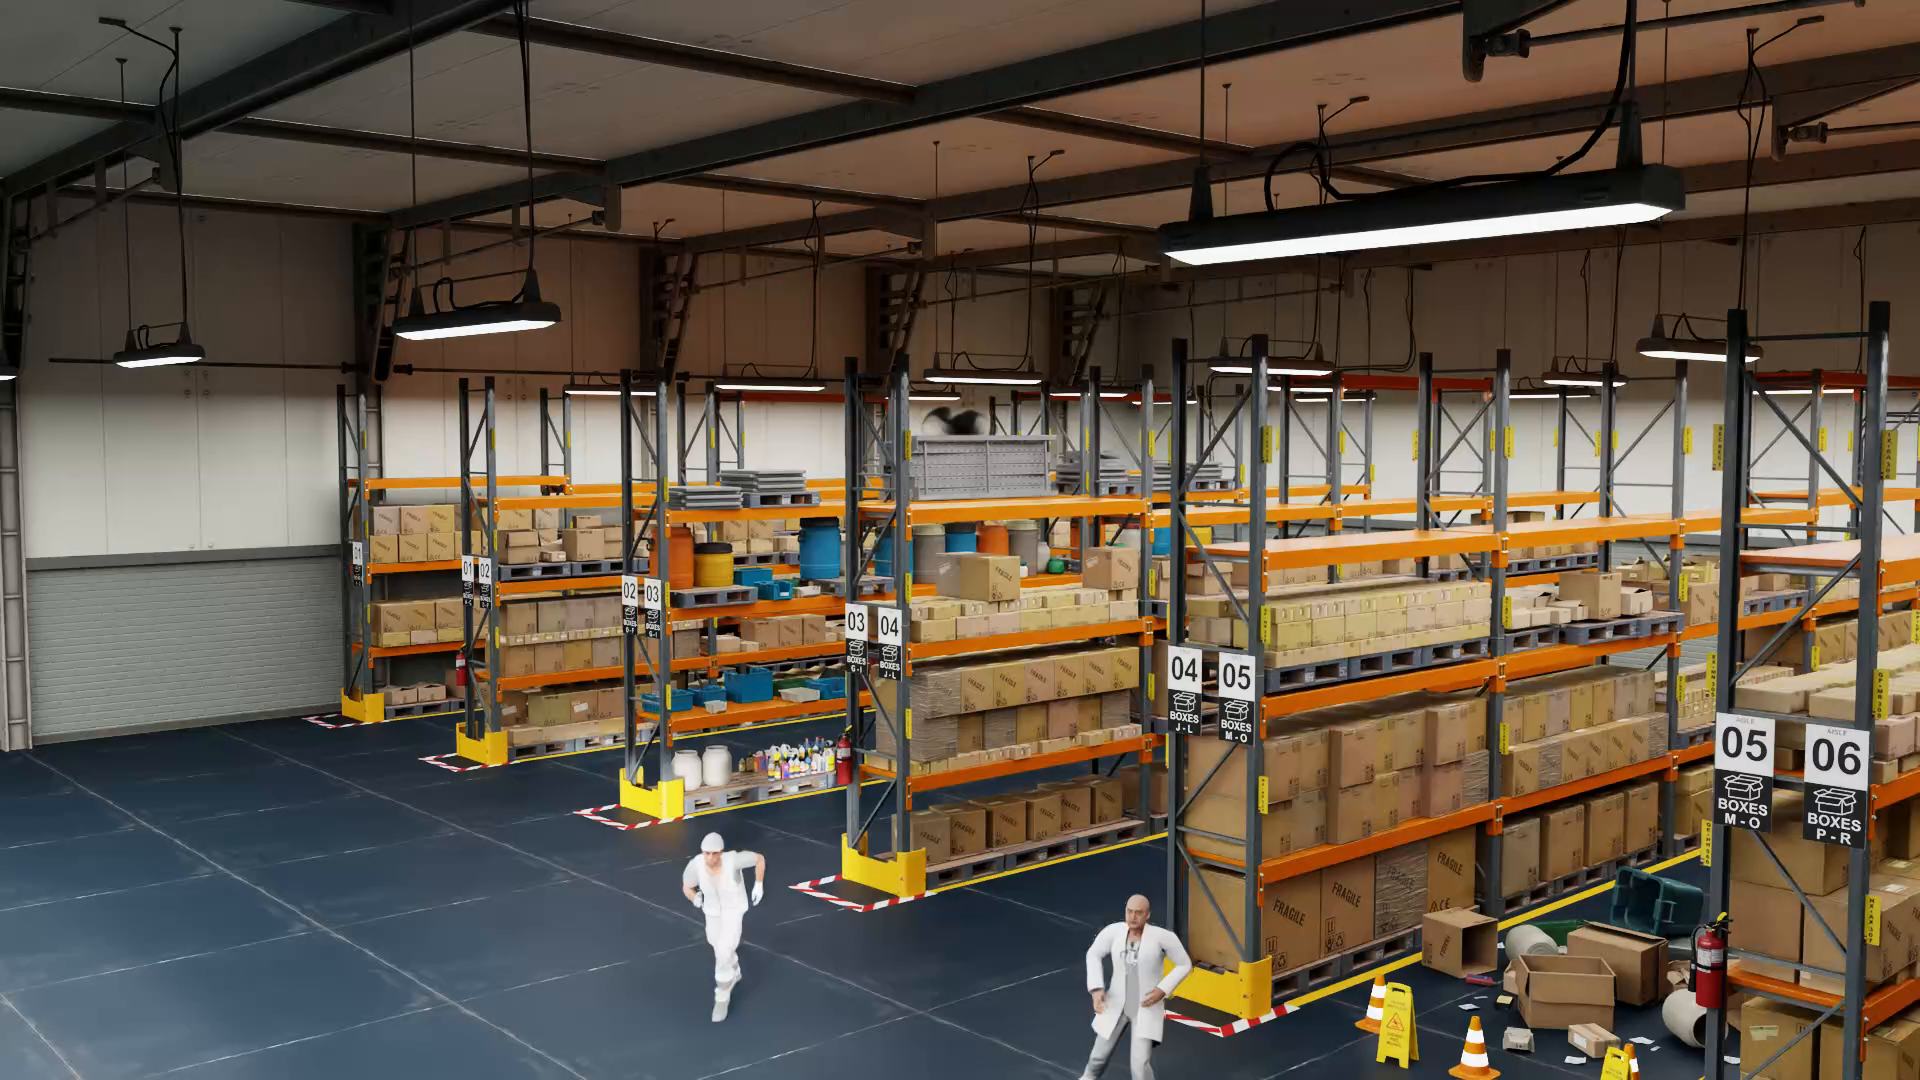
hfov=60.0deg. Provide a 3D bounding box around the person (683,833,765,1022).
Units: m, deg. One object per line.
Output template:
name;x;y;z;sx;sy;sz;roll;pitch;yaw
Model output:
person;-2.085;3.380;14.832;0.707;1.716;1.023;0;4;7

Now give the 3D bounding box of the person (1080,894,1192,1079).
person;1.264;3.502;12.399;0.922;1.782;0.791;1;4;18
